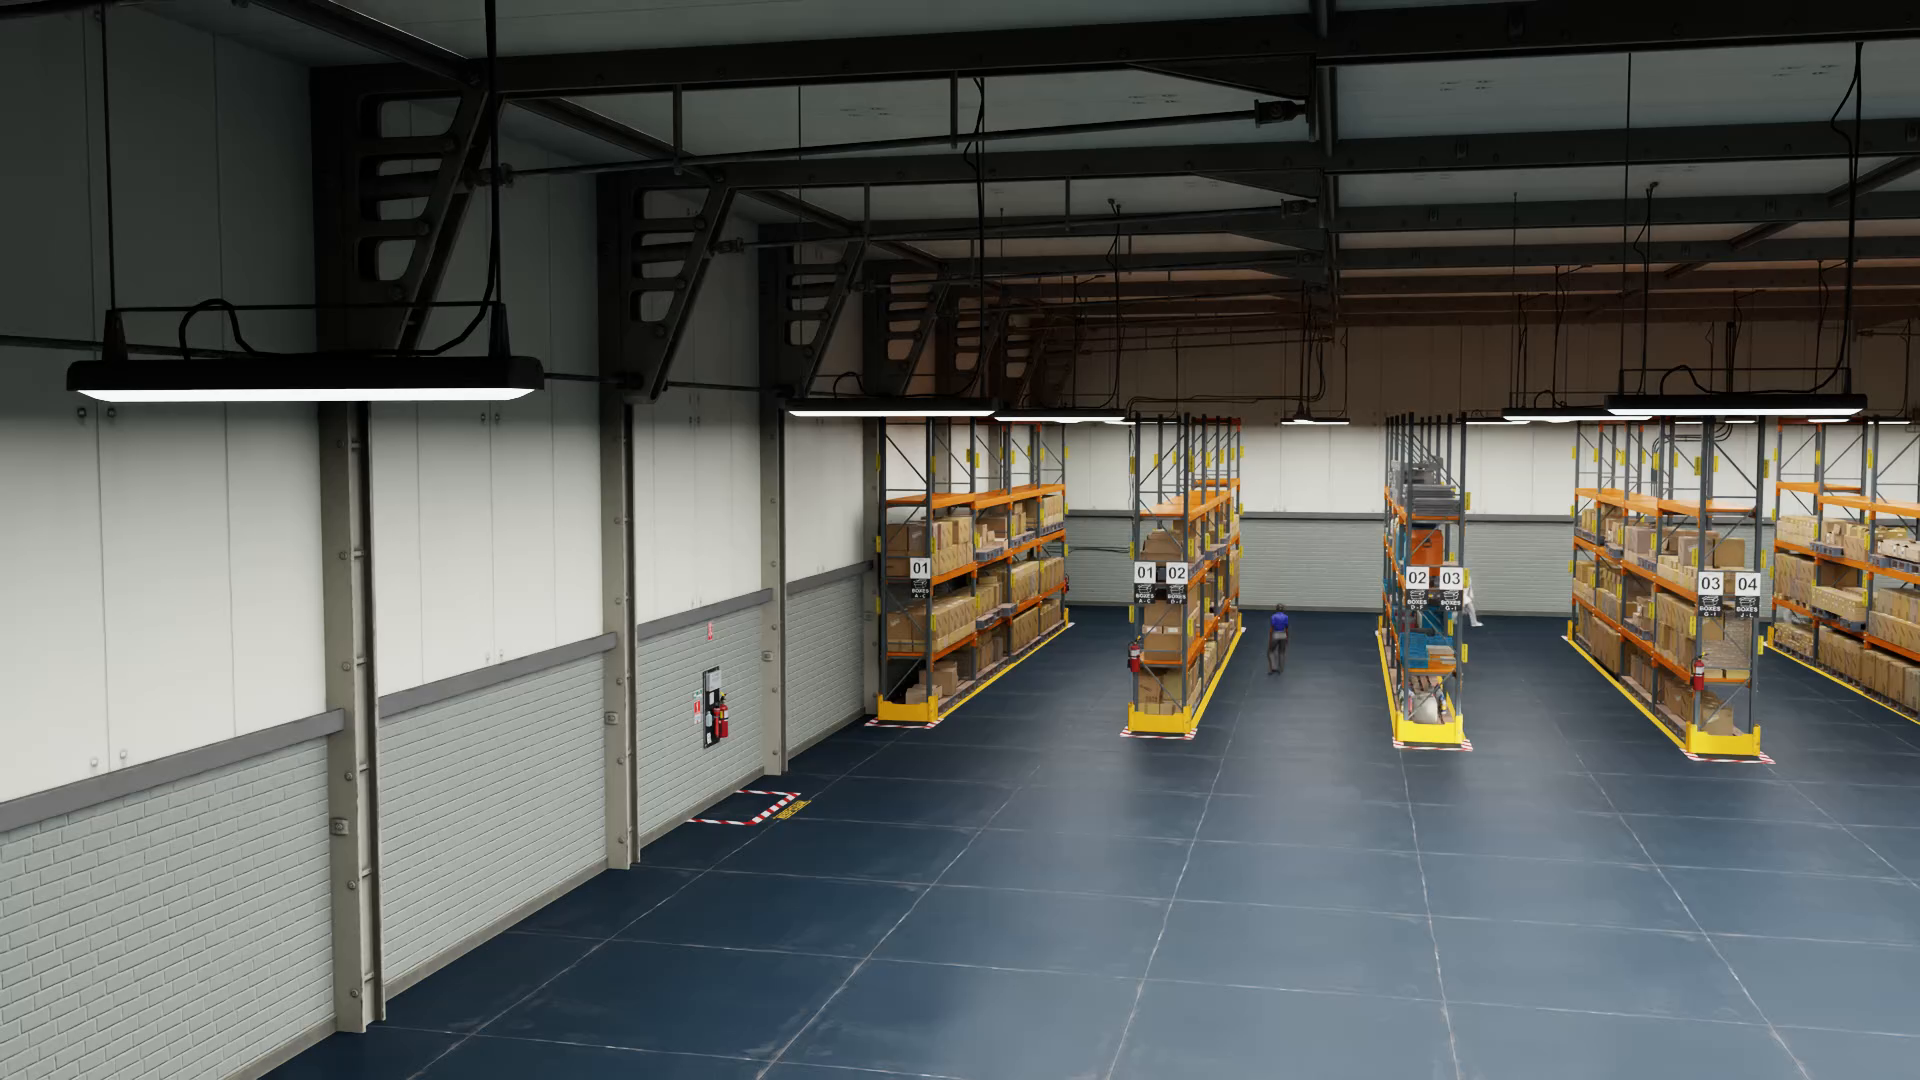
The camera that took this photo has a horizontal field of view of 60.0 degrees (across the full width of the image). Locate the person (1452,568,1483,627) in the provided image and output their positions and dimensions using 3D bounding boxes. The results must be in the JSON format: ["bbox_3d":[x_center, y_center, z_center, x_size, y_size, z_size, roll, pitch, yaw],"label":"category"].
[{"bbox_3d":[14.588,1.708,47.969,0.567,1.555,1.171,-3,5,-41],"label":"person"}]

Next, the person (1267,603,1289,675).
[{"bbox_3d":[7.376,2.303,38.551,0.501,1.689,0.380,-1,4,-12],"label":"person"}]

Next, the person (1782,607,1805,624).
[{"bbox_3d":[22.969,1.726,45.876,0.730,1.748,0.542,1,4,11],"label":"person"}]
